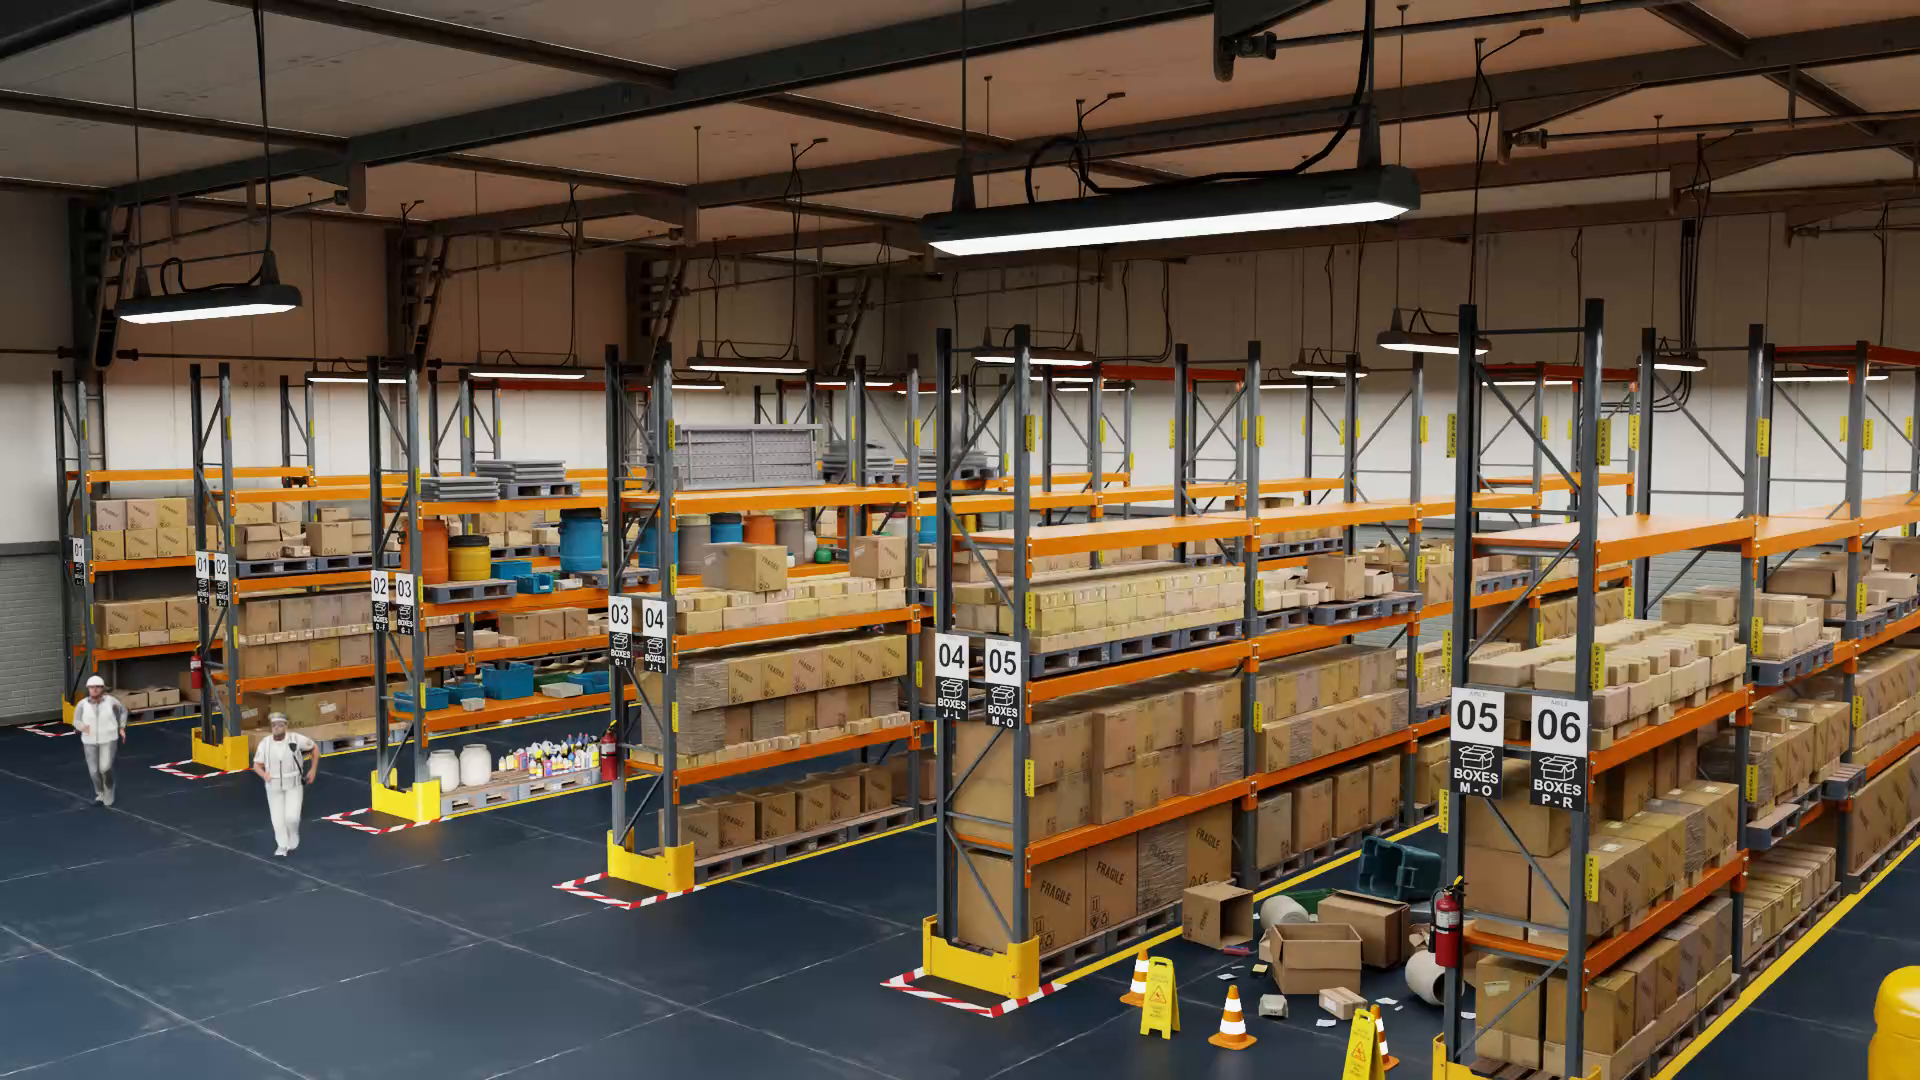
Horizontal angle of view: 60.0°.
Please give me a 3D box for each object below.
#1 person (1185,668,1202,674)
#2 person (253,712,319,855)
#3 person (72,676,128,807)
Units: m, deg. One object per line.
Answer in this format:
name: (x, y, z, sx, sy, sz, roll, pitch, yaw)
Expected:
person: (3.268, 2.620, 23.598, 0.591, 1.656, 0.599, 3, 5, 36)
person: (-7.934, 2.877, 19.545, 0.691, 1.737, 0.744, -1, 4, -12)
person: (-11.465, 2.686, 22.160, 0.624, 1.767, 0.777, -1, 4, -17)
